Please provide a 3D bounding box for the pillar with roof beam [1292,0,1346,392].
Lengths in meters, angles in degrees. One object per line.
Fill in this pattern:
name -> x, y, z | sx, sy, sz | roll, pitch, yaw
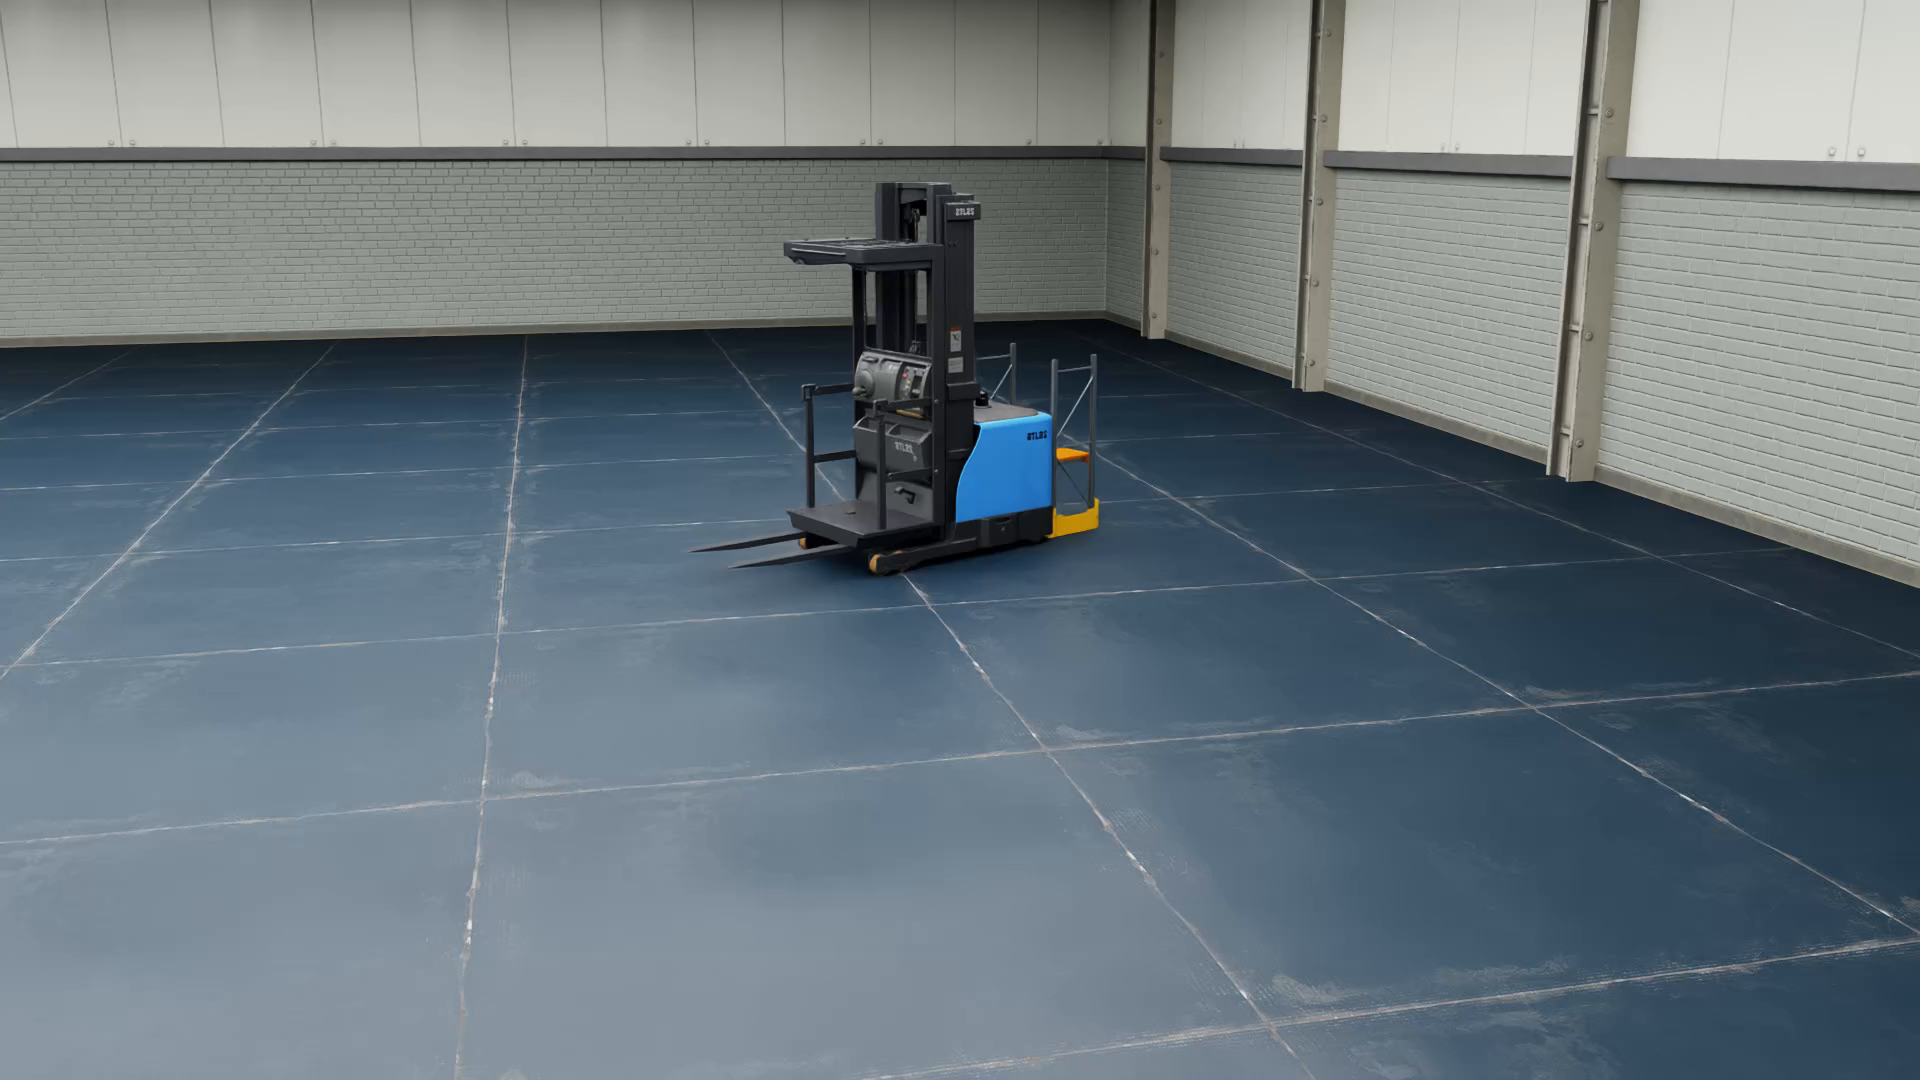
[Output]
pillar with roof beam -> 0.459, -6.138, 20.090 | 9.100, 9.000, 0.400 | -3, 14, -13

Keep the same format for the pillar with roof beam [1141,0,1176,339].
pillar with roof beam -> -0.951, -7.522, 25.756 | 9.100, 9.000, 0.400 | -3, 14, -13

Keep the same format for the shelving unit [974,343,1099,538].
shelving unit -> 0.631, -0.886, 14.394 | 0.587, 1.500, 1.083 | -11, 18, -39

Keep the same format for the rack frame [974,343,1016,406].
rack frame -> 0.295, -0.980, 14.777 | 0.500, 1.500, 0.032 | -11, 18, -39

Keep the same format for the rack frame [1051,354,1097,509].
rack frame -> 0.955, -0.796, 14.025 | 0.500, 1.500, 0.032 | -11, 18, -39

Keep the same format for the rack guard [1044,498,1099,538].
rack guard -> 0.954, -0.189, 14.174 | 0.587, 0.250, 0.087 | -11, 18, -39

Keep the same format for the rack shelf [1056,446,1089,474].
rack shelf -> 0.625, -0.713, 14.444 | 0.538, 0.185, 1.000 | -11, 18, -39

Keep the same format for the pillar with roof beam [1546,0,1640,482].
pillar with roof beam -> 1.868, -4.754, 14.425 | 9.100, 9.000, 0.400 | -3, 14, -13

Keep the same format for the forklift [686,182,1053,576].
forklift -> -0.697, -1.290, 13.031 | 3.031, 2.935, 1.130 | -11, 17, -37
